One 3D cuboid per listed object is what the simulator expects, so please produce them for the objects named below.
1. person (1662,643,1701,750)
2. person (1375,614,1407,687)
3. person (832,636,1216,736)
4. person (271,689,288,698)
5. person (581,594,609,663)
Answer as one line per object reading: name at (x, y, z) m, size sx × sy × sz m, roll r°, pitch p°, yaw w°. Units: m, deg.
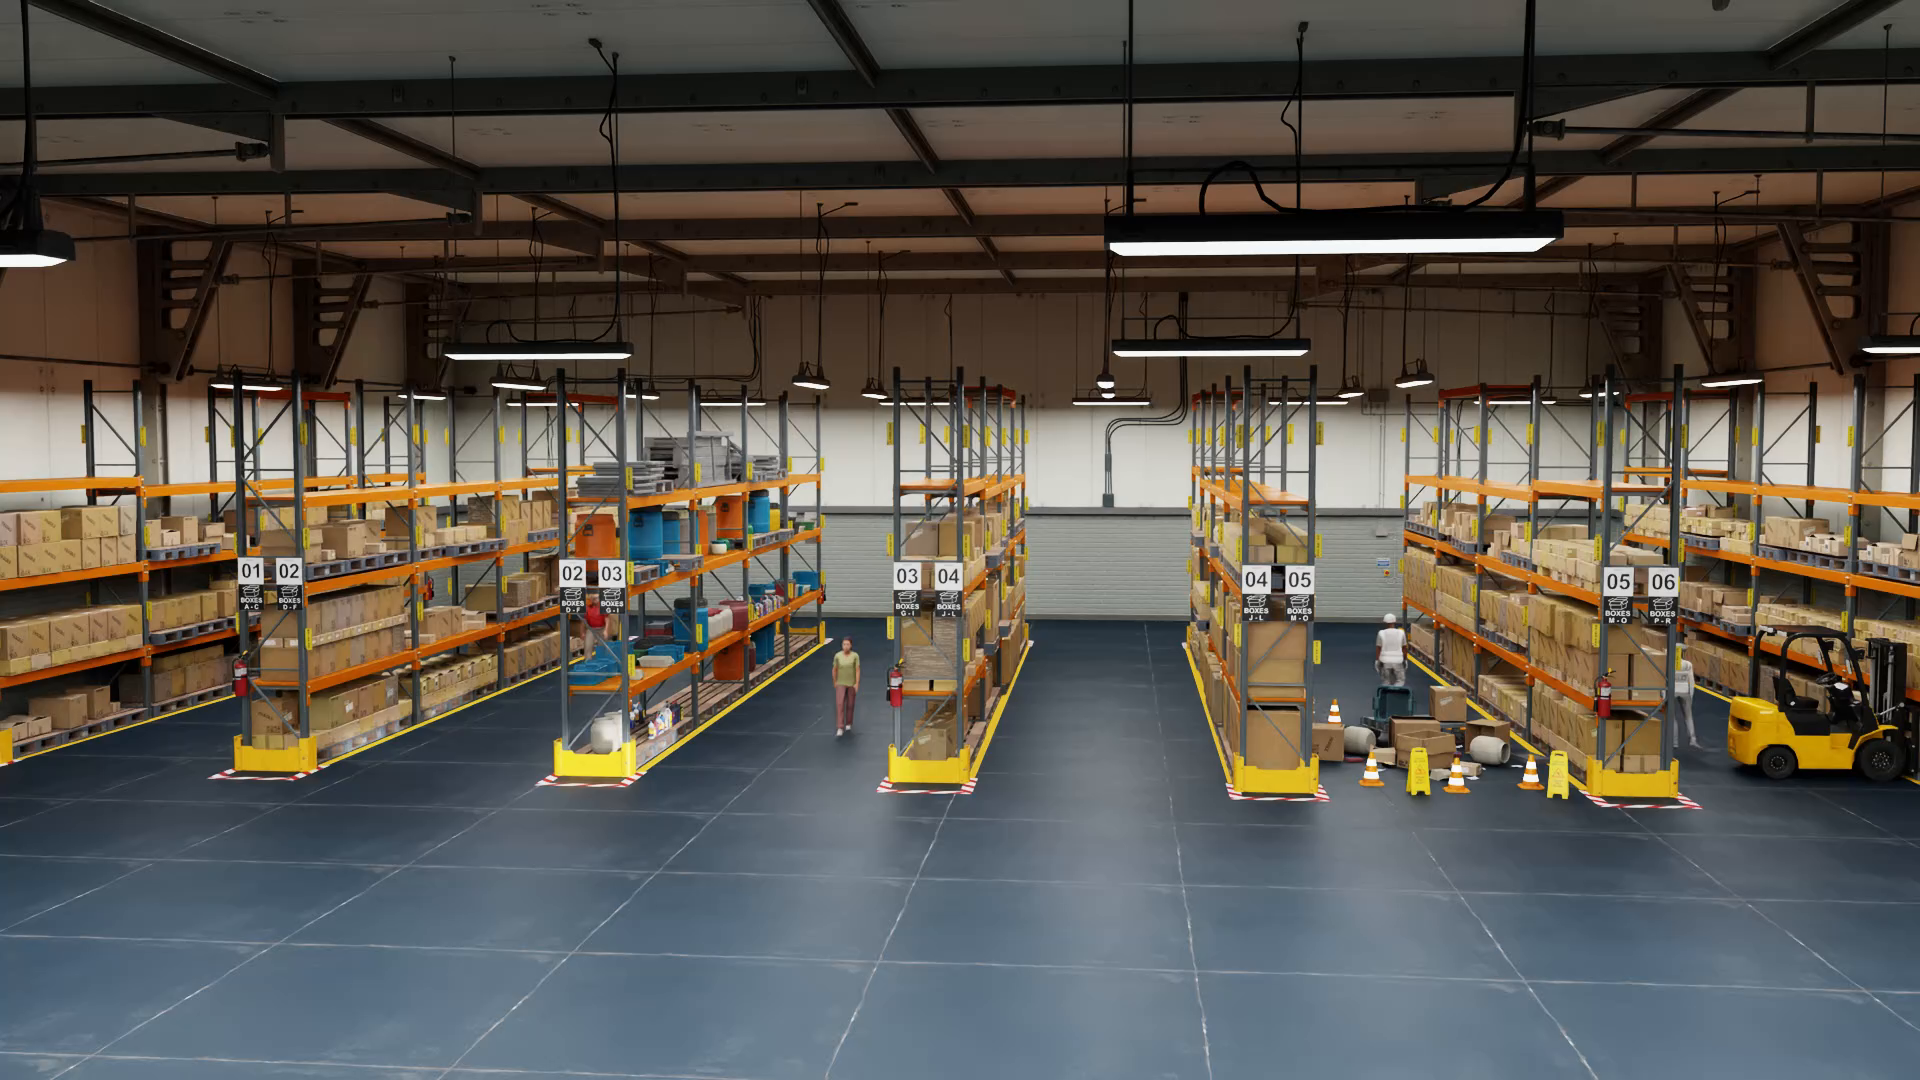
person at (11.591, 2.516, 26.711) m, size 0.592 × 1.703 × 0.440 m, roll 0°, pitch 4°, yaw 5°
person at (7.864, 2.235, 30.312) m, size 0.583 × 1.784 × 0.553 m, roll 0°, pitch 4°, yaw 8°
person at (1.436, 2.359, 29.356) m, size 7.558 × 1.656 × 3.881 m, roll -1°, pitch 4°, yaw -11°
person at (-11.575, 2.359, 28.422) m, size 0.608 × 1.812 × 0.743 m, roll 0°, pitch 4°, yaw -5°
person at (-7.742, 1.958, 35.165) m, size 0.625 × 1.652 × 1.073 m, roll 0°, pitch 4°, yaw -1°
